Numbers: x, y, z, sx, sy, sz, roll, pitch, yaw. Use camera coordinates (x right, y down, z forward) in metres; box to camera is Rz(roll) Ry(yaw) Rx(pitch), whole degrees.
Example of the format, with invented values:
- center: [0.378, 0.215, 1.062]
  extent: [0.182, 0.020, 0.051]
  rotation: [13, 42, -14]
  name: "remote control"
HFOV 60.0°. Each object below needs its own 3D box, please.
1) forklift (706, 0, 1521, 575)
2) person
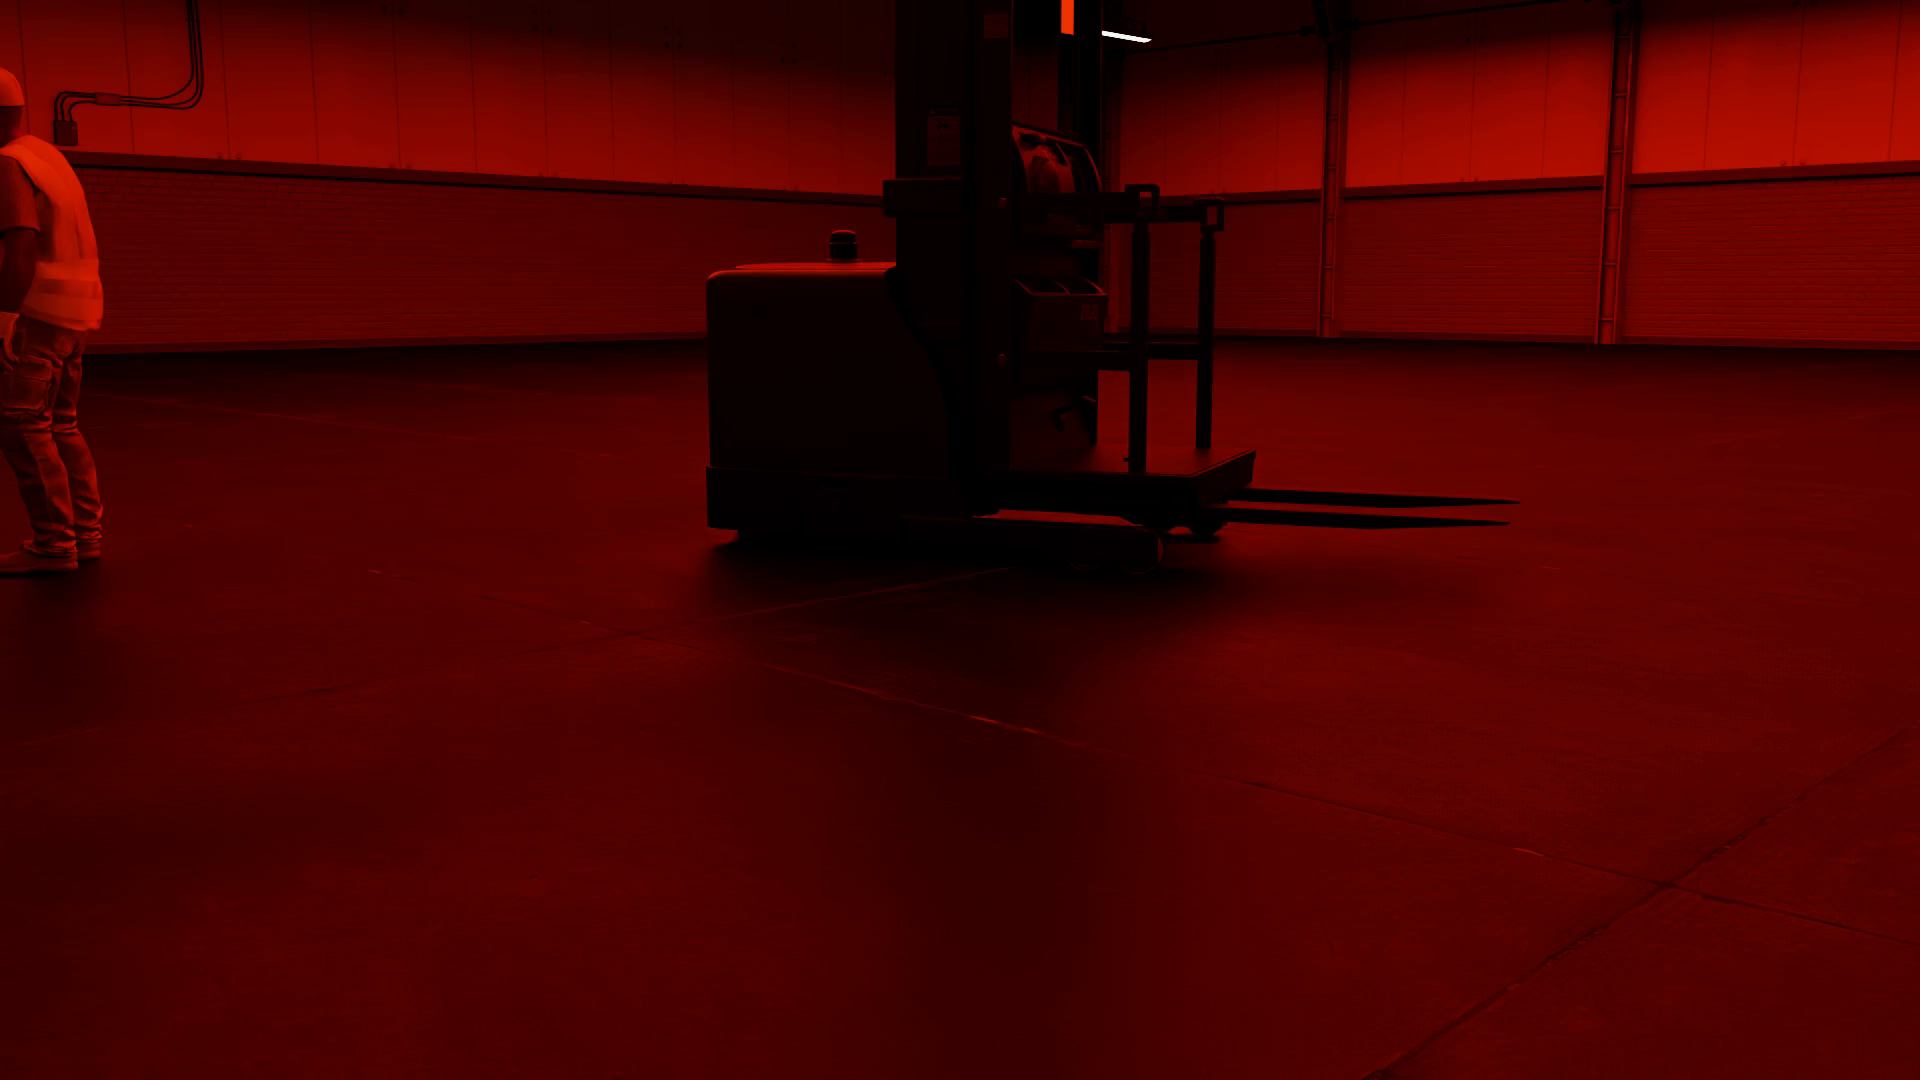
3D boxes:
- center: [0.565, -1.416, 6.275]
  extent: [3.031, 2.935, 1.130]
  rotation: [3, 9, 22]
  name: "forklift"
- center: [-3.316, -0.776, 5.931]
  extent: [0.452, 1.773, 0.625]
  rotation: [-2, 9, -13]
  name: "person"
